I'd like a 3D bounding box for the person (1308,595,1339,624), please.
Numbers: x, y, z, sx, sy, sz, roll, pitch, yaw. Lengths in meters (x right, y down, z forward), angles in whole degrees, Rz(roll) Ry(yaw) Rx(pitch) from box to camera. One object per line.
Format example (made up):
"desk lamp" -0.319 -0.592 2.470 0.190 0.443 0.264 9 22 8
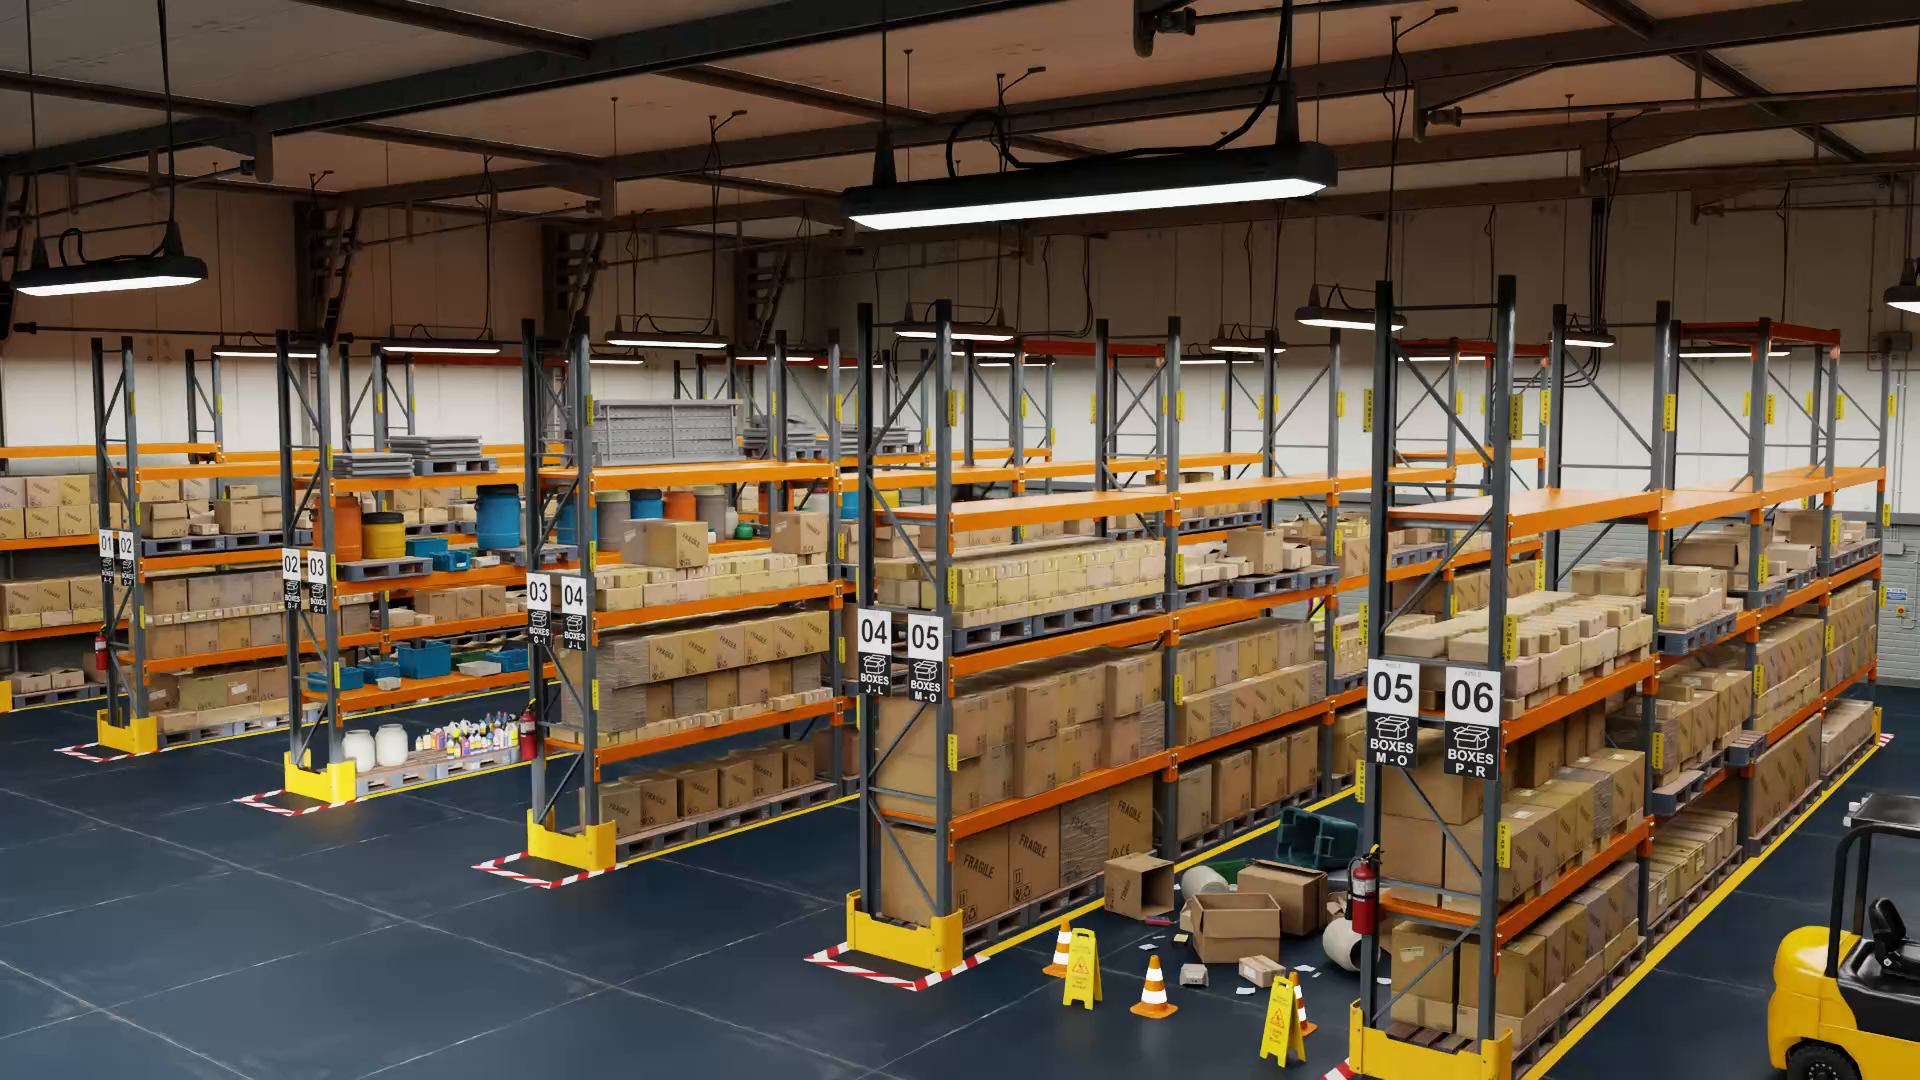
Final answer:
"person" 6.861 1.539 31.385 0.540 1.752 0.558 -1 5 -6
